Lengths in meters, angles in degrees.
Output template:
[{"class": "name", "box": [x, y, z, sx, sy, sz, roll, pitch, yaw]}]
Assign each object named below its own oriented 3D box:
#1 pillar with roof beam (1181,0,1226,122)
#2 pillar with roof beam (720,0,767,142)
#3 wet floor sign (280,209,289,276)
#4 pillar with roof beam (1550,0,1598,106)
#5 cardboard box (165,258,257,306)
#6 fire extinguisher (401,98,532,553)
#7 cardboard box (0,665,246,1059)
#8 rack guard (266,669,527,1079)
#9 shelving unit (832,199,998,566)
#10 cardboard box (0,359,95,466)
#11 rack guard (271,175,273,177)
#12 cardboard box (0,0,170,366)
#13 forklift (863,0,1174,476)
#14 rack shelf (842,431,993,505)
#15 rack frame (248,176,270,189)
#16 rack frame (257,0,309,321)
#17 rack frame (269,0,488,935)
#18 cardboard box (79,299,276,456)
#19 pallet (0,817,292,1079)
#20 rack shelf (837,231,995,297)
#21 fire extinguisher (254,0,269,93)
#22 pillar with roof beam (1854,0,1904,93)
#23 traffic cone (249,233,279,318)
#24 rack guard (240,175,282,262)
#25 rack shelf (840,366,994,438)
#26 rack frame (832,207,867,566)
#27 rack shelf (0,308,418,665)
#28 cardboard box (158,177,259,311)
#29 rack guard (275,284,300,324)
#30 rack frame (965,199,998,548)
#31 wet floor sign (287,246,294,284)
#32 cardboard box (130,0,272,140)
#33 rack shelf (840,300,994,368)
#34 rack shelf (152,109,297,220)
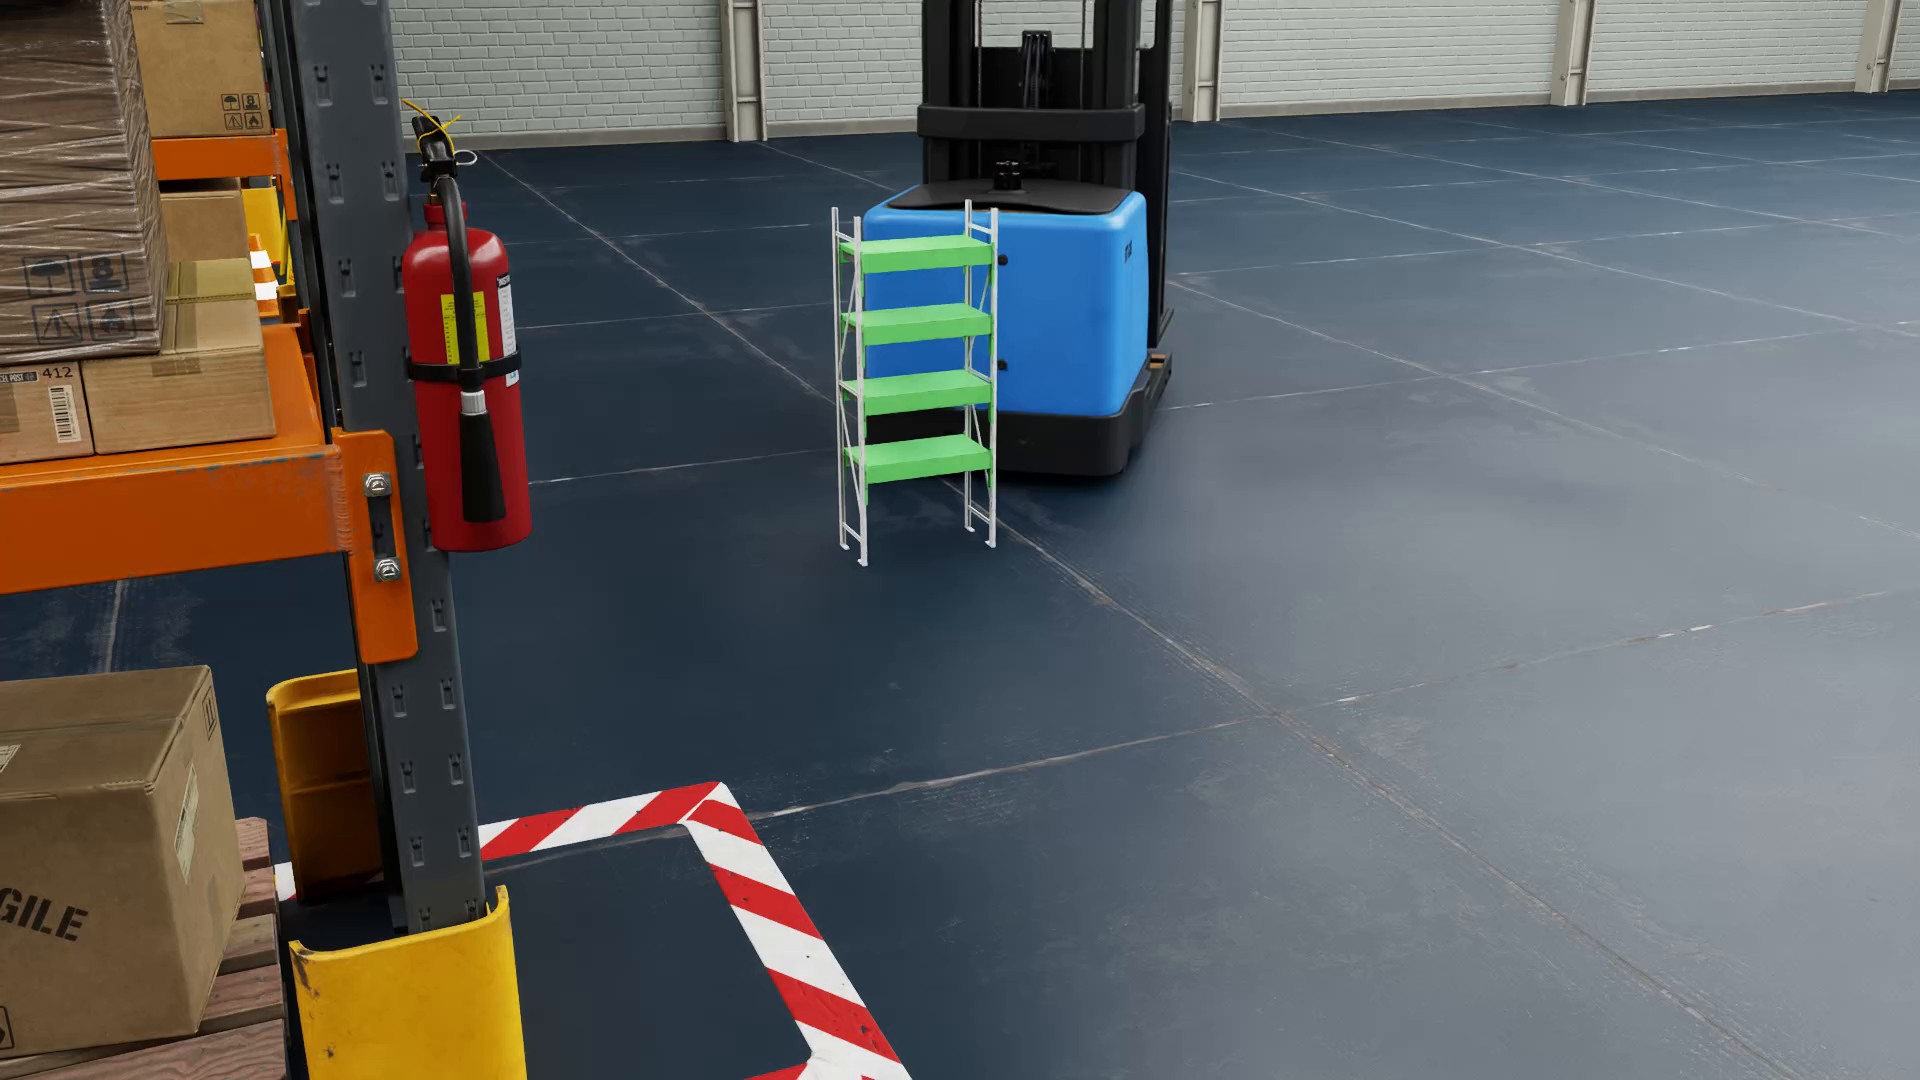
[{"class": "pillar with roof beam", "box": [4.776, -8.300, 16.044, 0.400, 9.000, 9.100, -8, 21, -22]}, {"class": "pillar with roof beam", "box": [-0.733, -7.510, 13.802, 0.400, 9.000, 9.100, -8, 21, -22]}, {"class": "wet floor sign", "box": [-4.383, -2.096, 11.003, 0.232, 0.644, 0.267, -1, 19, -3]}, {"class": "pillar with roof beam", "box": [10.286, -9.089, 18.286, 0.400, 9.000, 9.100, -8, 21, -22]}, {"class": "cardboard box", "box": [-1.412, -0.402, 3.026, 0.250, 0.149, 0.380, -8, 21, -22]}, {"class": "fire extinguisher", "box": [-0.768, -0.324, 2.541, 0.183, 0.674, 0.296, -8, 21, -22]}, {"class": "cardboard box", "box": [-1.636, 0.572, 3.011, 0.500, 0.500, 0.500, -4, 20, -12]}, {"class": "rack guard", "box": [-1.126, 0.704, 3.271, 0.348, 0.500, 1.175, -8, 21, -22]}, {"class": "shelving unit", "box": [-0.152, -0.544, 5.761, 0.503, 1.200, 0.258, -8, 21, -22]}, {"class": "cardboard box", "box": [-1.466, -0.234, 2.548, 0.250, 0.149, 0.380, -8, 21, -22]}, {"class": "rack guard", "box": [-6.929, -3.845, 16.189, 0.348, 0.500, 1.175, -8, 21, -22]}, {"class": "cardboard box", "box": [-1.572, -0.609, 2.637, 0.500, 0.500, 0.875, -8, 21, -22]}, {"class": "forklift", "box": [0.426, -2.084, 7.528, 1.130, 2.935, 3.031, 4, 20, 12]}, {"class": "rack shelf", "box": [-0.152, -0.258, 5.862, 0.480, 0.148, 0.258, -8, 21, -22]}, {"class": "rack frame", "box": [-4.981, -3.508, 11.467, 0.127, 3.000, 1.000, -8, 21, -22]}, {"class": "rack frame", "box": [-2.928, -2.011, 7.218, 0.127, 3.000, 1.000, -8, 21, -22]}, {"class": "rack frame", "box": [-1.056, -0.486, 2.884, 0.127, 3.000, 1.000, -8, 21, -22]}, {"class": "cardboard box", "box": [-1.236, -0.267, 2.641, 0.250, 0.149, 0.380, -8, 21, -22]}, {"class": "pallet", "box": [-1.886, 0.936, 3.046, 1.213, 0.211, 1.003, -8, 21, -22]}, {"class": "rack shelf", "box": [-0.152, -0.937, 5.623, 0.480, 0.148, 0.258, -8, 21, -22]}, {"class": "fire extinguisher", "box": [-4.694, -3.346, 11.124, 0.183, 0.674, 0.296, -8, 21, -22]}, {"class": "pillar with roof beam", "box": [15.795, -9.878, 20.527, 0.400, 9.000, 9.100, -8, 21, -22]}, {"class": "traffic cone", "box": [-4.113, -1.567, 9.776, 0.334, 0.463, 0.336, -8, 21, -22]}, {"class": "rack guard", "box": [-5.051, -2.319, 11.854, 0.348, 0.500, 1.175, -8, 21, -22]}, {"class": "rack shelf", "box": [-0.152, -0.484, 5.782, 0.480, 0.148, 0.258, -8, 21, -22]}, {"class": "rack frame", "box": [-0.376, -0.512, 5.670, 0.015, 1.200, 0.240, -8, 21, -22]}, {"class": "rack shelf", "box": [-2.892, 0.117, 2.257, 4.000, 0.370, 1.077, -8, 21, -22]}, {"class": "cardboard box", "box": [-3.524, -1.098, 7.191, 0.875, 0.875, 0.875, -8, 21, -22]}, {"class": "rack guard", "box": [-2.906, -0.835, 7.642, 0.348, 0.500, 1.175, -8, 21, -22]}, {"class": "rack frame", "box": [0.072, -0.576, 5.852, 0.015, 1.200, 0.240, -8, 21, -22]}, {"class": "wet floor sign", "box": [-3.686, -1.508, 9.335, 0.232, 0.644, 0.267, -12, 23, -31]}, {"class": "cardboard box", "box": [-3.251, -2.019, 7.015, 0.550, 0.550, 0.875, -8, 21, -22]}, {"class": "rack shelf", "box": [-0.152, -0.710, 5.702, 0.480, 0.148, 0.258, -8, 21, -22]}, {"class": "rack shelf", "box": [-4.764, -1.409, 6.590, 4.000, 0.370, 1.077, -8, 21, -22]}]
